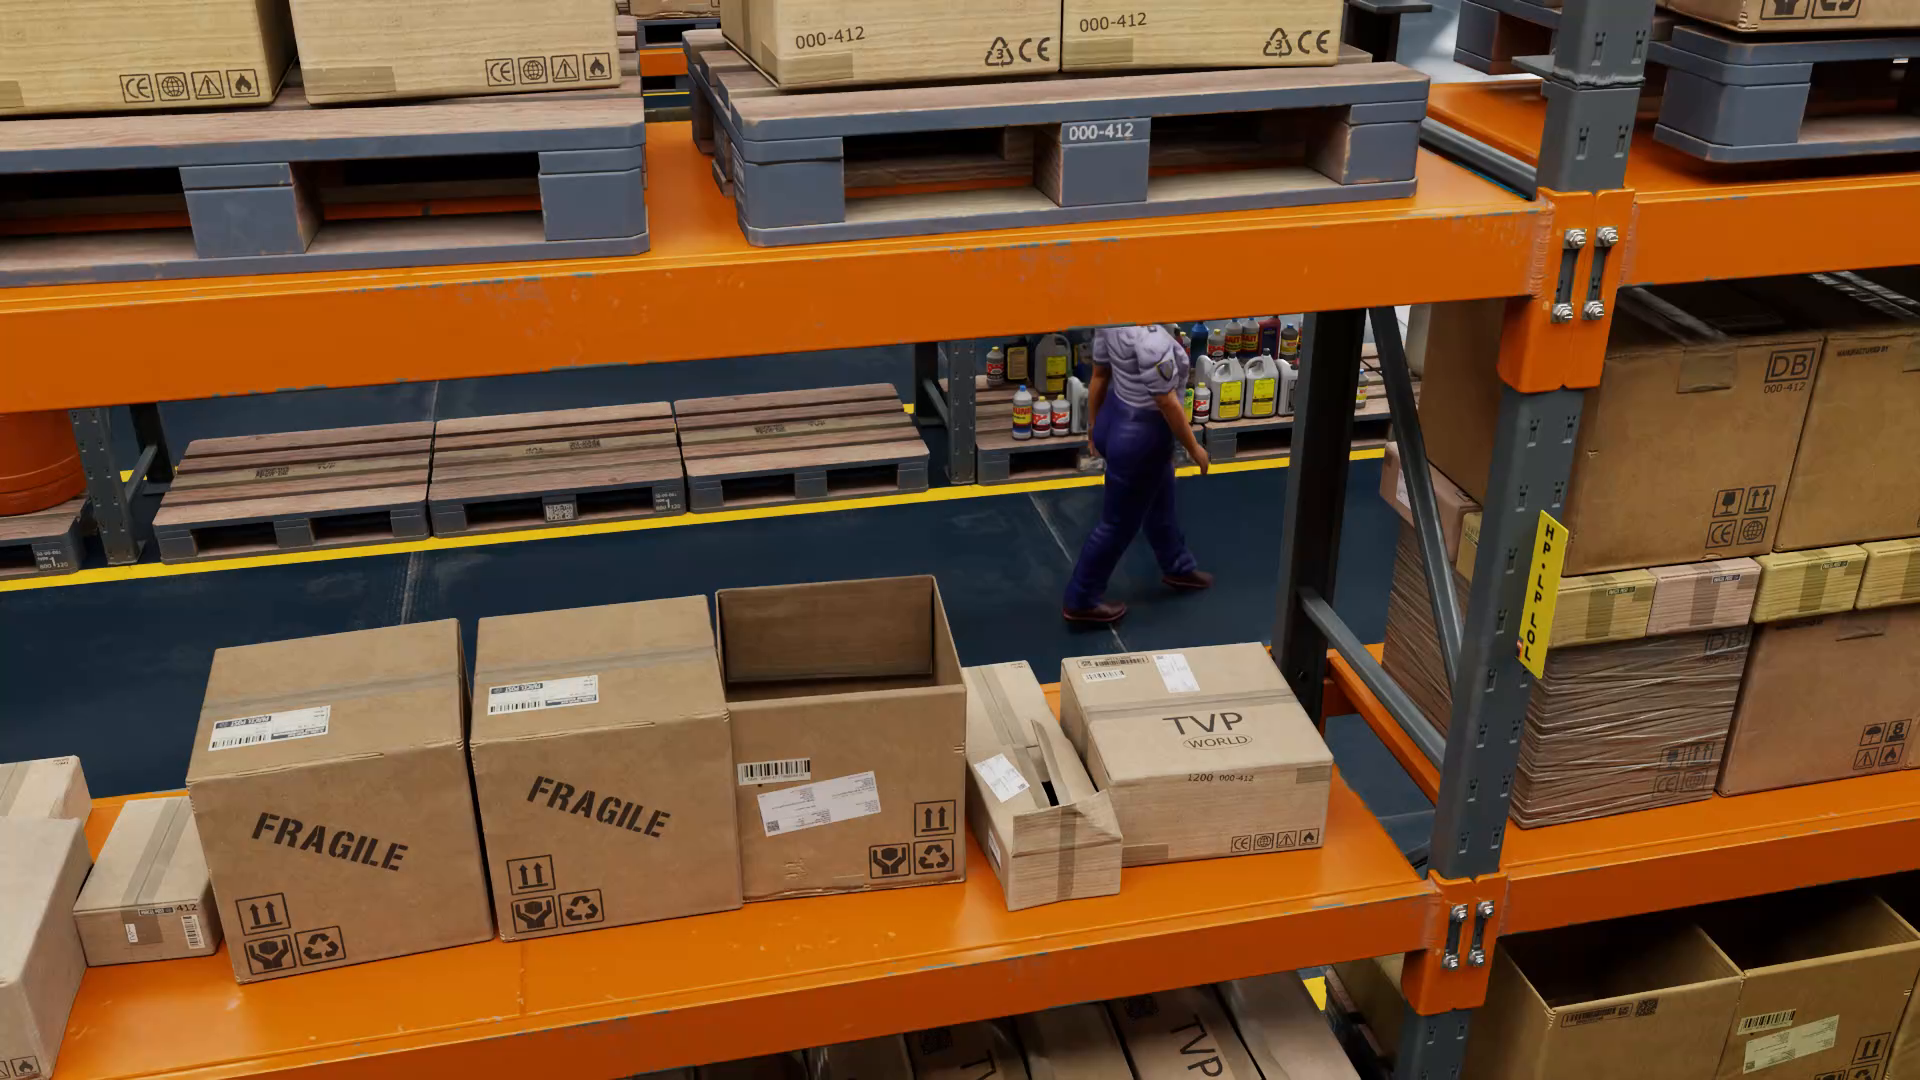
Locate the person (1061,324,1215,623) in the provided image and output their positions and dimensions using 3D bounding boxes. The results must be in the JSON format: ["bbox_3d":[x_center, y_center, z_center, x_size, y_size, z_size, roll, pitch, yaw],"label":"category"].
[{"bbox_3d":[0.817,-0.414,6.955,0.822,1.653,0.513,-8,28,-16],"label":"person"}]
